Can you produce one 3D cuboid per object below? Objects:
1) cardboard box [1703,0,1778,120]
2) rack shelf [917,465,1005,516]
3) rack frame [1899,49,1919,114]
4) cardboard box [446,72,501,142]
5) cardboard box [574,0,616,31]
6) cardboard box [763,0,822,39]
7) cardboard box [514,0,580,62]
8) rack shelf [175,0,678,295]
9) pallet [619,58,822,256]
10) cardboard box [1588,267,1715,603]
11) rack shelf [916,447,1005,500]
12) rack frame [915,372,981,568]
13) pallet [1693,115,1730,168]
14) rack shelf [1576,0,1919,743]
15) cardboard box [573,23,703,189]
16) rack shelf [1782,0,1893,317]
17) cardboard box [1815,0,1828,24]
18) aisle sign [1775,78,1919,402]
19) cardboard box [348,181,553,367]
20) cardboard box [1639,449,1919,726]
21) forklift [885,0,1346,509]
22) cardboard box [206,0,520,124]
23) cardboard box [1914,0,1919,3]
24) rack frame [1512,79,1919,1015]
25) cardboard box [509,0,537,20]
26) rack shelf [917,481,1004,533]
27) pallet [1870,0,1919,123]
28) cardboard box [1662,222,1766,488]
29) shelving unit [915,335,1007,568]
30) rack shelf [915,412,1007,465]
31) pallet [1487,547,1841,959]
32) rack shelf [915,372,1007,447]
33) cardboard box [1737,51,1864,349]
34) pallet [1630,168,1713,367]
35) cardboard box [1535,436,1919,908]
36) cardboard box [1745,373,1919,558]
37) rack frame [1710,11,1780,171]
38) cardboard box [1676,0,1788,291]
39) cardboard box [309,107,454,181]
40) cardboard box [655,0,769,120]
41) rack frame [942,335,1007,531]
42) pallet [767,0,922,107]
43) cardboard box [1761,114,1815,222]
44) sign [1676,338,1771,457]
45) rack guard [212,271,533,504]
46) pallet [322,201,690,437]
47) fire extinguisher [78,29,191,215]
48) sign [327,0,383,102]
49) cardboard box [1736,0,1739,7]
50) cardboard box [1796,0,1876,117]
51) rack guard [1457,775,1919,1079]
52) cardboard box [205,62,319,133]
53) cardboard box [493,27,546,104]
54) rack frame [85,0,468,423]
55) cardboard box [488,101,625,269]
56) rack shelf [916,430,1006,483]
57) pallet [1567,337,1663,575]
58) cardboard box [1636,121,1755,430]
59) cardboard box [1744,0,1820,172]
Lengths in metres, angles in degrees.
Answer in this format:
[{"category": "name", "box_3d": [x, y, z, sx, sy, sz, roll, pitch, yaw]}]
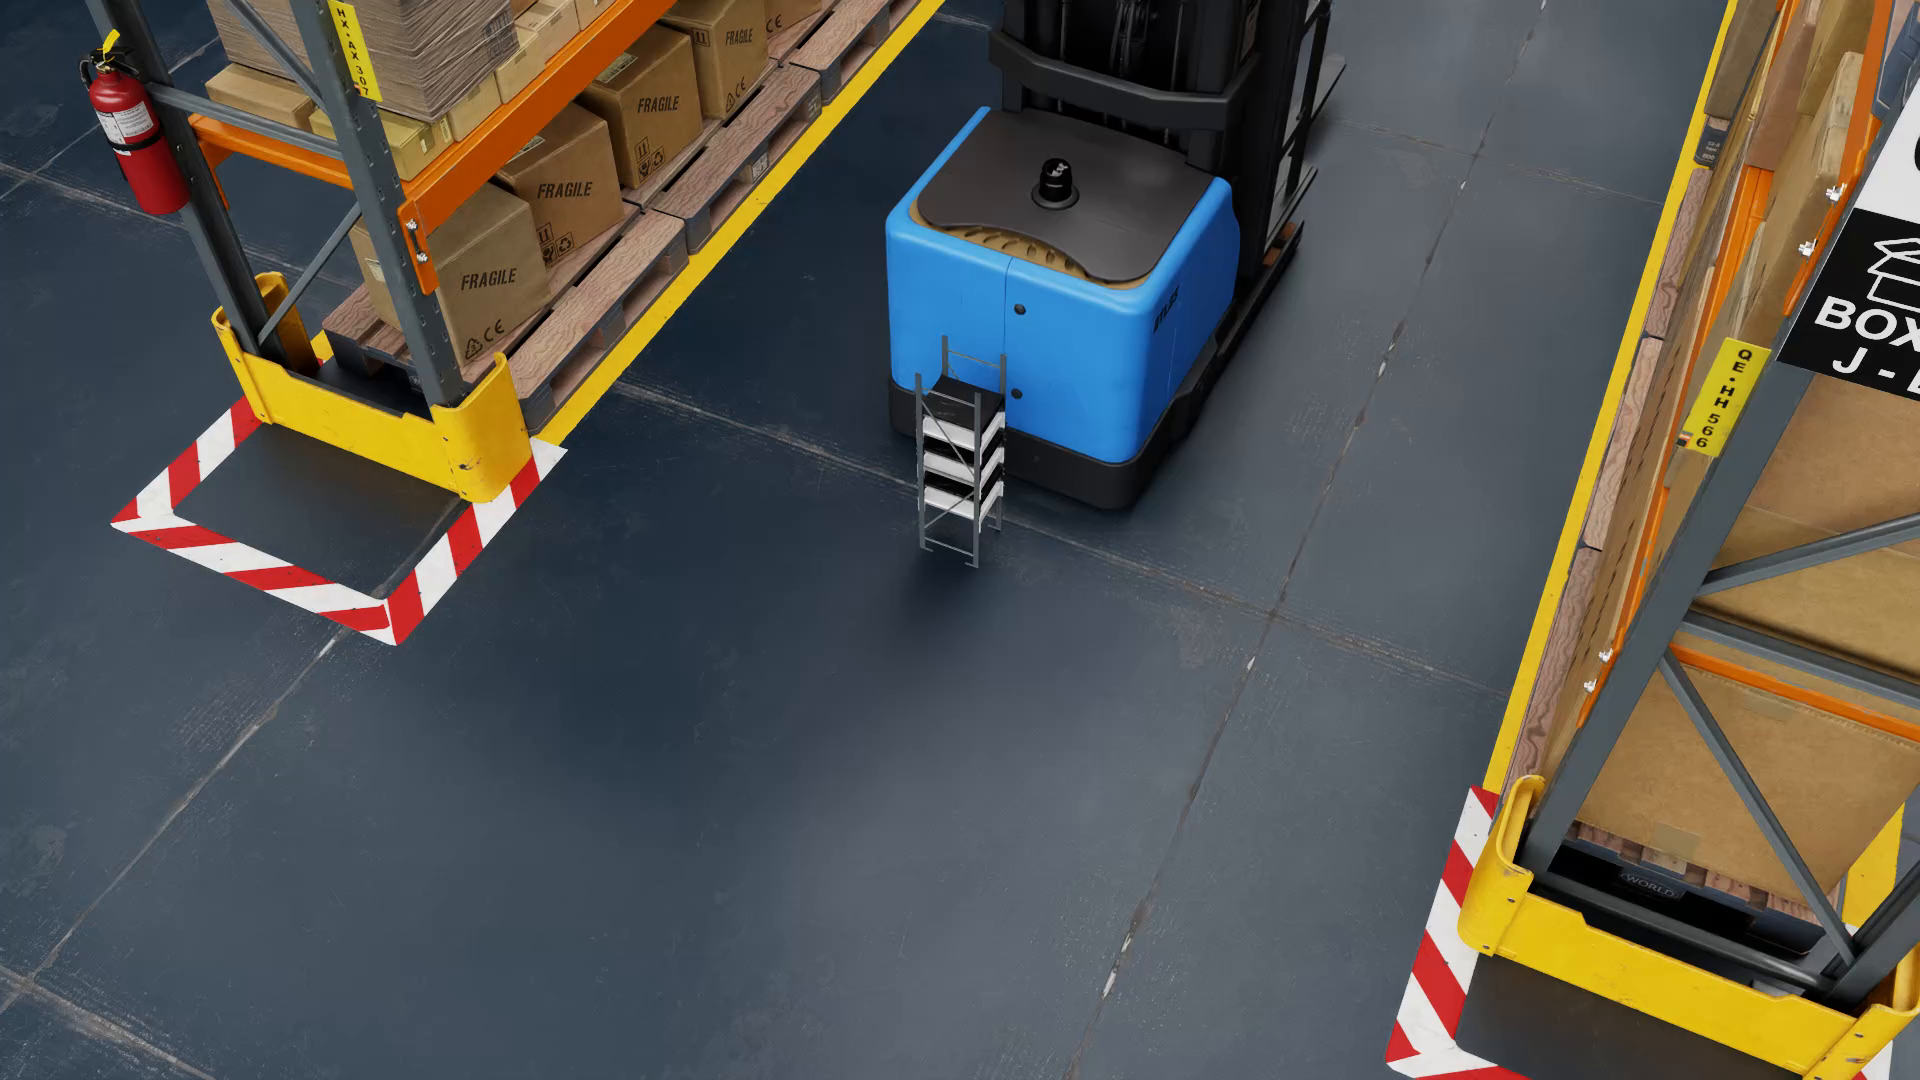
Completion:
[{"category": "cardboard box", "box_3d": [4.041, -2.286, 7.427, 1.050, 0.750, 0.750, 20, 52, 16]}, {"category": "rack shelf", "box_3d": [0.003, -0.217, 6.006, 0.258, 0.077, 0.200, 20, 52, 16]}, {"category": "rack frame", "box_3d": [2.148, -1.612, 1.713, 1.000, 3.000, 0.127, 20, 52, 16]}, {"category": "cardboard box", "box_3d": [-1.832, -1.554, 5.768, 0.380, 0.149, 0.250, 20, 52, 16]}, {"category": "cardboard box", "box_3d": [-1.510, -2.070, 6.207, 0.380, 0.149, 0.250, 20, 52, 16]}, {"category": "cardboard box", "box_3d": [-1.029, -2.772, 8.005, 0.500, 0.500, 0.500, 36, 58, 27]}, {"category": "cardboard box", "box_3d": [-1.623, -1.901, 6.063, 0.380, 0.149, 0.250, 20, 52, 16]}, {"category": "rack shelf", "box_3d": [-1.439, -2.495, 6.876, 1.077, 0.370, 4.000, 20, 52, 16]}, {"category": "pallet", "box_3d": [-1.359, -1.885, 7.715, 1.003, 0.211, 1.213, 20, 52, 16]}, {"category": "cardboard box", "box_3d": [2.752, -0.210, 5.579, 0.875, 0.875, 0.875, 19, 52, 16]}, {"category": "rack shelf", "box_3d": [0.003, -0.276, 5.937, 0.258, 0.077, 0.200, 20, 52, 16]}, {"category": "rack frame", "box_3d": [-0.040, -0.227, 5.852, 0.240, 0.900, 0.006, 20, 52, 16]}, {"category": "pallet", "box_3d": [4.119, -2.074, 7.876, 1.003, 0.211, 1.213, 20, 52, 16]}, {"category": "rack shelf", "box_3d": [3.003, -0.812, 5.444, 1.077, 0.370, 4.000, 20, 52, 16]}, {"category": "cardboard box", "box_3d": [-1.502, -1.949, 7.305, 0.500, 0.500, 0.500, 24, 54, 19]}, {"category": "rack shelf", "box_3d": [3.003, -1.784, 4.301, 1.077, 0.370, 4.000, 20, 52, 16]}, {"category": "cardboard box", "box_3d": [3.184, -1.834, 5.034, 0.875, 0.550, 0.550, 20, 52, 16]}, {"category": "aisle sign", "box_3d": [1.847, -0.559, 3.049, 0.394, 0.787, 0.004, 20, 52, 16]}, {"category": "cardboard box", "box_3d": [-2.011, -1.102, 6.583, 0.500, 0.500, 0.500, 29, 55, 22]}, {"category": "cardboard box", "box_3d": [2.266, 0.013, 4.171, 0.875, 0.550, 0.550, 20, 52, 16]}, {"category": "forklift", "box_3d": [0.845, -2.197, 6.195, 1.130, 2.935, 3.031, 21, 53, 17]}, {"category": "cardboard box", "box_3d": [-2.033, -1.850, 5.593, 0.875, 0.500, 0.500, 20, 52, 16]}, {"category": "cardboard box", "box_3d": [1.984, -1.066, 3.042, 0.380, 0.149, 0.250, 20, 52, 16]}, {"category": "rack frame", "box_3d": [2.148, 0.332, 3.998, 1.000, 3.000, 0.127, 20, 52, 16]}, {"category": "cardboard box", "box_3d": [-1.928, -2.233, 5.920, 0.875, 0.500, 0.500, 20, 52, 16]}, {"category": "rack shelf", "box_3d": [0.003, -0.159, 6.075, 0.258, 0.077, 0.200, 20, 52, 16]}, {"category": "pallet", "box_3d": [2.456, -1.125, 3.327, 1.003, 0.211, 1.213, 20, 52, 16]}, {"category": "cardboard box", "box_3d": [2.481, -0.372, 4.499, 0.875, 0.550, 0.550, 20, 52, 16]}, {"category": "shelving unit", "box_3d": [0.003, -0.297, 5.912, 0.258, 0.900, 0.210, 20, 52, 16]}, {"category": "rack shelf", "box_3d": [0.003, -0.392, 5.800, 0.258, 0.077, 0.200, 20, 52, 16]}, {"category": "pallet", "box_3d": [2.419, 0.660, 5.550, 1.003, 0.211, 1.213, 20, 52, 16]}, {"category": "rack shelf", "box_3d": [0.003, -0.451, 5.732, 0.258, 0.077, 0.200, 20, 52, 16]}, {"category": "cardboard box", "box_3d": [2.493, -0.718, 4.084, 0.875, 0.550, 0.550, 20, 52, 16]}, {"category": "pallet", "box_3d": [3.462, -1.020, 6.980, 1.003, 0.211, 1.213, 20, 52, 16]}, {"category": "cardboard box", "box_3d": [2.378, 0.396, 5.063, 0.875, 0.875, 0.875, 20, 53, 16]}, {"category": "cardboard box", "box_3d": [2.342, -0.309, 3.736, 0.875, 0.550, 0.550, 20, 52, 16]}, {"category": "rack frame", "box_3d": [3.857, -2.422, 6.341, 1.000, 3.000, 0.127, 20, 52, 16]}, {"category": "cardboard box", "box_3d": [3.525, -1.459, 6.642, 0.875, 0.875, 0.875, 21, 53, 17]}, {"category": "cardboard box", "box_3d": [-1.956, -1.388, 5.627, 0.380, 0.149, 0.250, 20, 52, 16]}, {"category": "cardboard box", "box_3d": [-1.223, -2.319, 7.619, 0.500, 0.500, 0.500, 16, 51, 13]}, {"category": "rack frame", "box_3d": [0.047, -0.367, 5.972, 0.240, 0.900, 0.006, 20, 52, 16]}, {"category": "pallet", "box_3d": [-0.839, -2.728, 8.433, 1.003, 0.211, 1.213, 20, 52, 16]}, {"category": "cardboard box", "box_3d": [3.023, -1.096, 5.114, 0.875, 0.550, 0.500, 20, 52, 16]}, {"category": "sign", "box_3d": [1.664, -0.306, 3.625, 0.100, 0.325, 0.005, 20, 52, 16]}, {"category": "rack guard", "box_3d": [-2.261, -0.593, 6.427, 1.175, 0.500, 0.348, 20, 52, 16]}, {"category": "pallet", "box_3d": [-1.882, -1.048, 7.003, 1.003, 0.211, 1.213, 20, 52, 16]}, {"category": "fire extinguisher", "box_3d": [-2.759, -1.397, 5.520, 0.296, 0.674, 0.183, 20, 52, 16]}, {"category": "sign", "box_3d": [-1.802, -1.455, 4.950, 0.100, 0.325, 0.005, 20, 52, 16]}, {"category": "cardboard box", "box_3d": [4.457, -2.949, 7.991, 1.050, 0.750, 0.750, 20, 52, 16]}, {"category": "cardboard box", "box_3d": [2.964, -1.467, 4.721, 0.875, 0.550, 0.500, 20, 52, 16]}, {"category": "rack guard", "box_3d": [2.138, 1.159, 4.936, 1.175, 0.500, 0.348, 20, 52, 16]}, {"category": "cardboard box", "box_3d": [-2.358, -1.533, 5.750, 0.380, 0.149, 0.250, 20, 52, 16]}, {"category": "cardboard box", "box_3d": [-1.711, -1.722, 5.910, 0.380, 0.149, 0.250, 20, 52, 16]}, {"category": "rack frame", "box_3d": [-2.293, -1.351, 5.430, 1.000, 3.000, 0.127, 20, 52, 16]}, {"category": "cardboard box", "box_3d": [-1.787, -1.525, 6.943, 0.500, 0.500, 0.500, 33, 57, 25]}, {"category": "rack shelf", "box_3d": [0.003, -0.334, 5.869, 0.258, 0.077, 0.200, 20, 52, 16]}, {"category": "pallet", "box_3d": [2.942, -0.177, 6.262, 1.003, 0.211, 1.213, 20, 52, 16]}, {"category": "cardboard box", "box_3d": [3.144, -0.837, 6.112, 0.875, 0.875, 0.875, 20, 53, 16]}, {"category": "cardboard box", "box_3d": [3.159, -1.493, 5.453, 0.875, 0.550, 0.550, 20, 52, 16]}]
